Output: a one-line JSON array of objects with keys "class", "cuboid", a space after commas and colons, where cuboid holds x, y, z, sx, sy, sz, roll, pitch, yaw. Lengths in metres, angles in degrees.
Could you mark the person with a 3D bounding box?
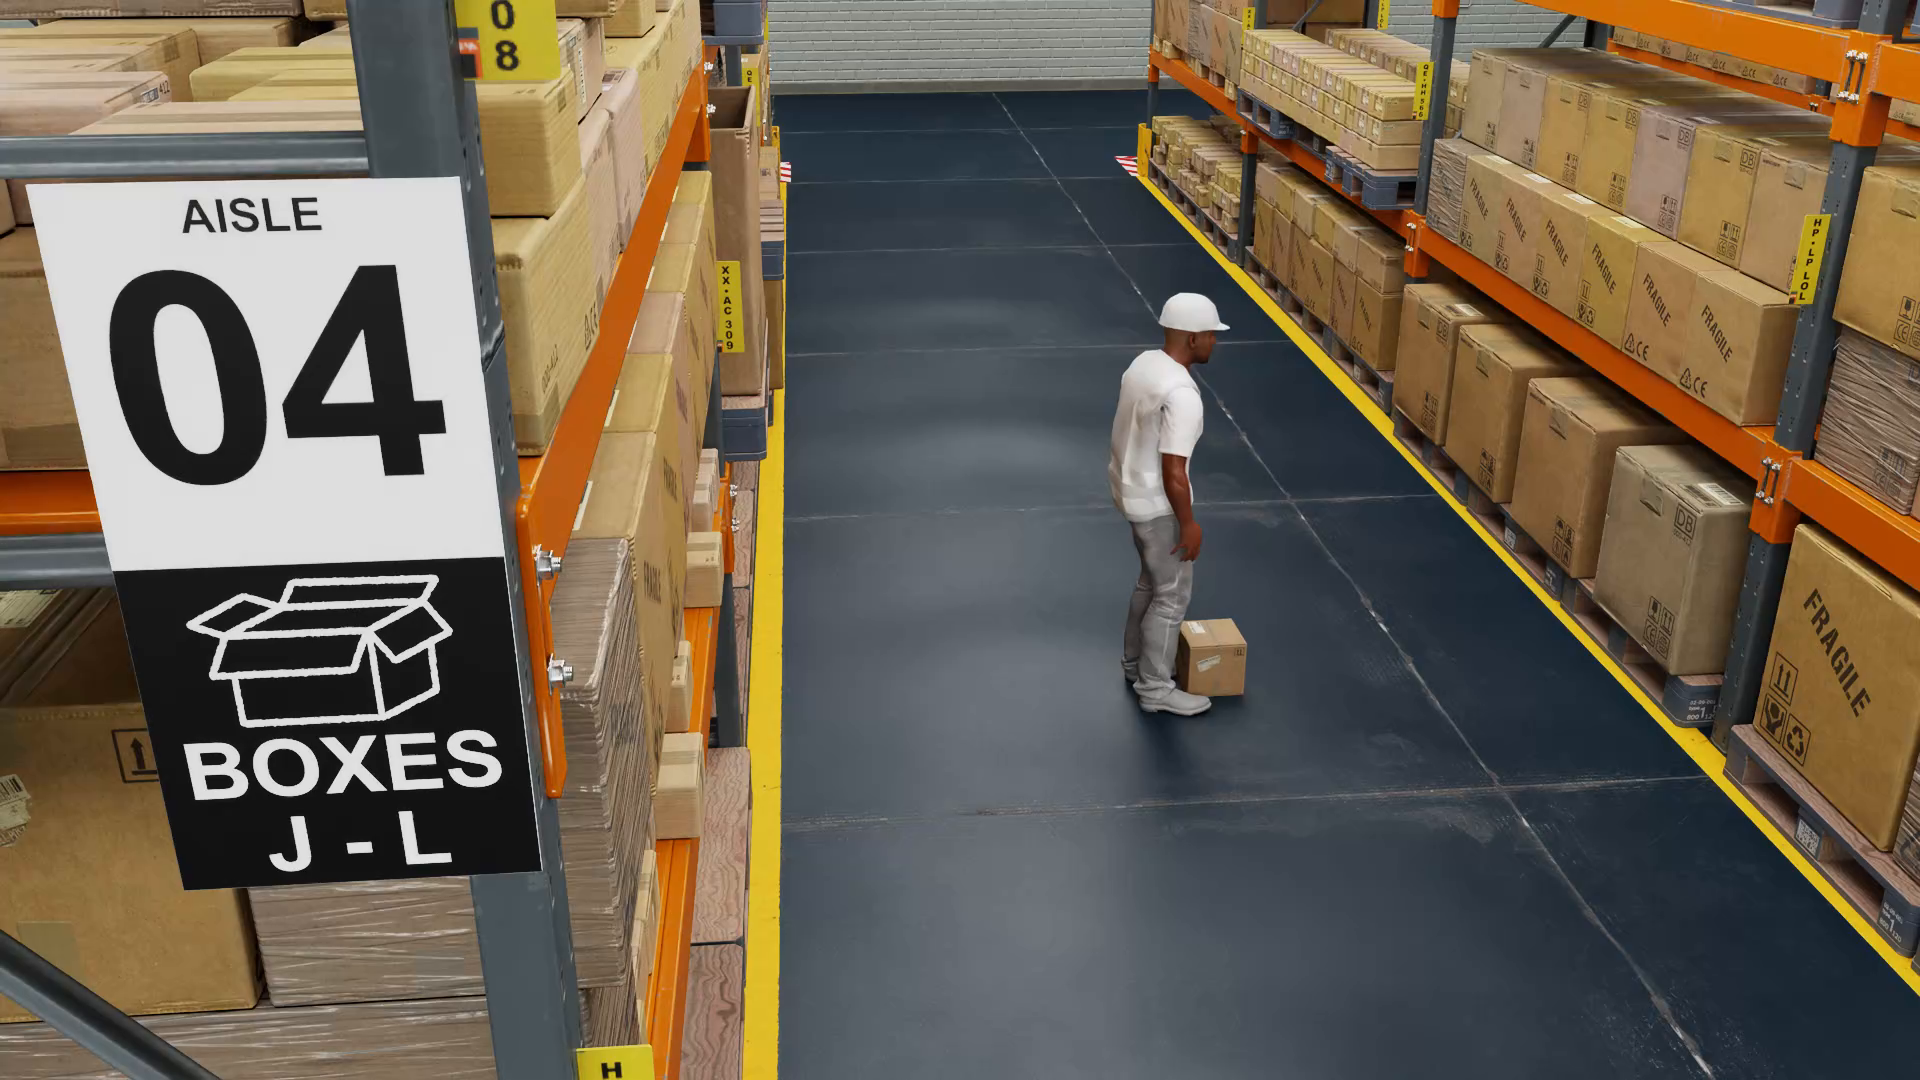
[{"class": "person", "cuboid": [0.863, -0.165, 6.956, 0.462, 1.759, 0.633, -4, 24, -8]}]
